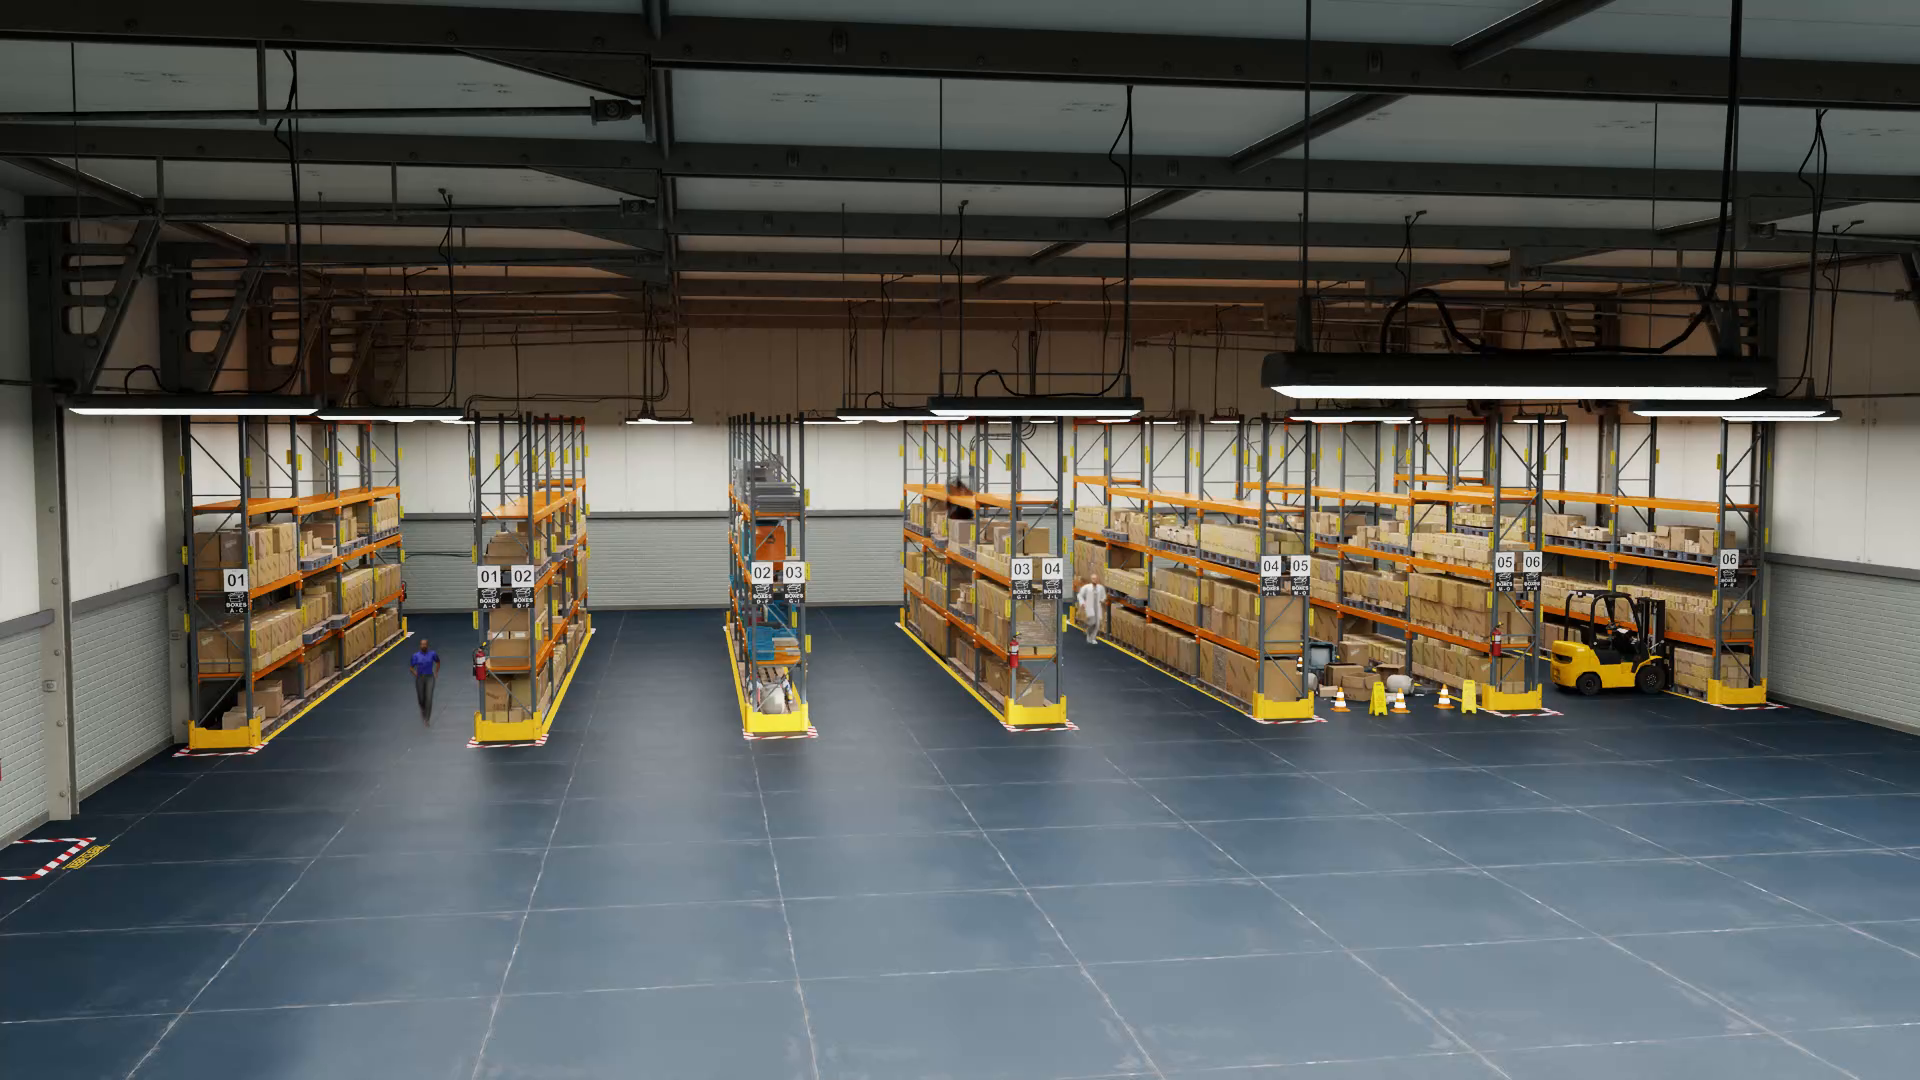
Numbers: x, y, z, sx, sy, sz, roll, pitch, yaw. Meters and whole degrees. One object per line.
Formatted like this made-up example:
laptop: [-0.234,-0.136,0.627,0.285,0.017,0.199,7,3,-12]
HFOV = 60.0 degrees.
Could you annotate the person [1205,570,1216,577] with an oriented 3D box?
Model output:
person: [7.632,1.463,50.600,0.725,1.658,0.605,0,4,-4]

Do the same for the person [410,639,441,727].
person: [-10.338,2.727,32.158,0.579,1.659,0.859,-1,4,-16]

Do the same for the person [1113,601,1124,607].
person: [4.663,1.473,49.791,0.668,1.740,0.754,-4,5,-44]

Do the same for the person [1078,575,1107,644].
person: [3.351,1.740,41.522,0.704,1.743,0.599,-1,4,-15]
